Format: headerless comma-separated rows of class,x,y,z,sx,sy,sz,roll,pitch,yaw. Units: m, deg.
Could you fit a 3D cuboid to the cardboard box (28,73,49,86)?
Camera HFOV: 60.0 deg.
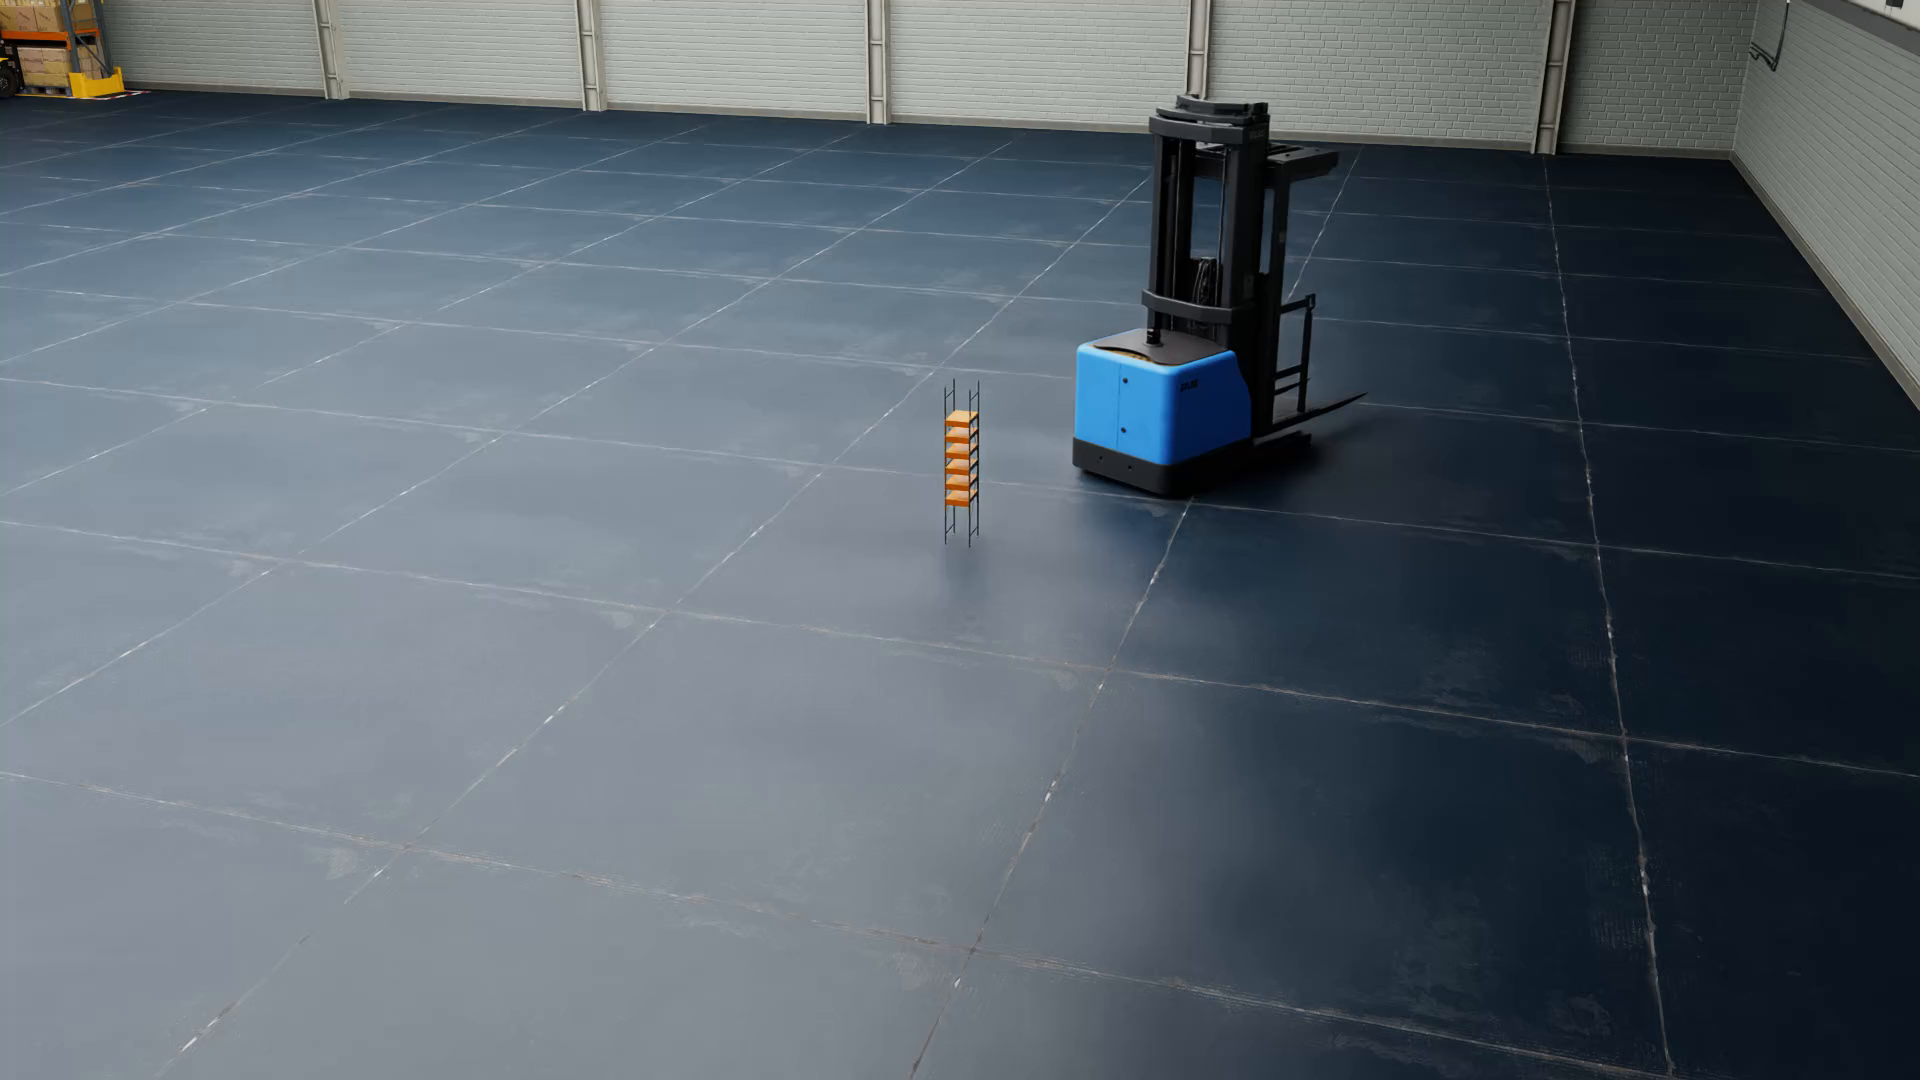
cardboard box,-19.374,-9.806,35.292,0.500,0.250,0.500,7,23,15

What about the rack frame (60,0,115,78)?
rack frame,-18.360,-10.889,34.863,0.127,3.000,1.000,7,23,16

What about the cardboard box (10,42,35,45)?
cardboard box,-20.209,-10.566,35.828,0.500,0.250,0.500,6,23,14

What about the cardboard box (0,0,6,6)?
cardboard box,-20.008,-11.303,34.887,0.250,0.149,0.380,7,23,16

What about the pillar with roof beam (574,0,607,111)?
pillar with roof beam,-8.521,-11.189,27.689,0.400,9.000,9.100,7,23,16

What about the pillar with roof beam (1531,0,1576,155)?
pillar with roof beam,8.712,-9.215,22.878,0.400,9.000,9.100,7,23,16

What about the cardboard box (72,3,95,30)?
cardboard box,-18.754,-11.090,35.222,0.500,0.500,0.500,7,23,17

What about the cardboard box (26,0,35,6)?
cardboard box,-19.257,-11.239,34.731,0.250,0.149,0.380,7,23,17

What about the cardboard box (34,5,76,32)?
cardboard box,-18.907,-10.894,34.743,0.500,0.500,0.500,6,23,14

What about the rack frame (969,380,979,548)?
rack frame,0.101,-0.544,12.014,0.006,1.200,0.240,7,23,15

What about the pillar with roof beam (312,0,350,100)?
pillar with roof beam,-14.265,-11.846,29.292,0.400,9.000,9.100,7,23,16

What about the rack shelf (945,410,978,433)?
rack shelf,0.014,-0.845,11.919,0.180,0.103,0.258,7,23,15

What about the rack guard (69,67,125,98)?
rack guard,-18.337,-9.730,35.331,0.348,0.500,1.175,7,23,16

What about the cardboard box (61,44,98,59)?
cardboard box,-18.765,-10.395,35.411,0.500,0.250,0.500,6,23,15

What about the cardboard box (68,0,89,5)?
cardboard box,-18.610,-11.367,35.041,0.250,0.149,0.380,6,23,14

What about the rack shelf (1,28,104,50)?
rack shelf,-20.274,-10.775,35.534,4.000,0.370,1.077,7,23,16

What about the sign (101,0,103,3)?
sign,-18.194,-11.527,35.174,0.005,0.325,0.100,7,23,16

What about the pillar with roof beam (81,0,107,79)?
pillar with roof beam,-20.009,-12.504,30.896,0.400,9.000,9.100,7,23,16

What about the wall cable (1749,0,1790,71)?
wall cable,12.394,-8.539,25.322,0.112,2.526,3.097,7,23,16

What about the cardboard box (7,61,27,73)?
cardboard box,-19.893,-10.090,35.326,0.500,0.250,0.500,6,23,14

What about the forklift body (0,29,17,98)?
forklift body,-20.702,-10.041,33.915,1.214,2.155,2.313,7,23,16

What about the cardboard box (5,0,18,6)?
cardboard box,-19.760,-11.283,34.837,0.250,0.149,0.380,6,23,14

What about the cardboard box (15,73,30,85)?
cardboard box,-19.851,-9.864,35.434,0.500,0.250,0.500,7,23,16

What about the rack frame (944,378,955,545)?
rack frame,-0.074,-0.564,12.063,0.006,1.200,0.240,7,23,15

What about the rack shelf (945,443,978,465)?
rack shelf,0.014,-0.623,12.010,0.180,0.103,0.258,7,23,15

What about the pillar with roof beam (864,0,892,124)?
pillar with roof beam,-2.777,-10.531,26.085,0.400,9.000,9.100,7,23,16

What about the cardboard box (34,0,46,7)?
cardboard box,-19.026,-11.189,34.607,0.250,0.149,0.380,7,23,16

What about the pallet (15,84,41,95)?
pallet,-20.268,-9.802,35.887,1.213,0.211,1.003,7,23,15

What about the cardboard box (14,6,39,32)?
cardboard box,-19.401,-10.954,34.890,0.500,0.500,0.500,7,23,17

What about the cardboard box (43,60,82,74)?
cardboard box,-18.916,-9.982,35.063,0.500,0.250,0.500,6,23,15

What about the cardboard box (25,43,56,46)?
cardboard box,-19.720,-10.507,35.685,0.500,0.250,0.500,6,23,15

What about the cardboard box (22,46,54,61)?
cardboard box,-19.381,-10.264,35.093,0.500,0.250,0.500,7,23,16

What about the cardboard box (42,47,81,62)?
cardboard box,-18.891,-10.211,34.962,0.500,0.250,0.500,7,23,17

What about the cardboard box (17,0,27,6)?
cardboard box,-19.491,-11.271,34.807,0.250,0.149,0.380,6,23,15

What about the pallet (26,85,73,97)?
pallet,-19.104,-9.667,35.559,1.213,0.211,1.003,7,23,16

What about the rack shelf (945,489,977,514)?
rack shelf,0.014,-0.290,12.146,0.180,0.103,0.258,7,23,15

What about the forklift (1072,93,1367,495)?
forklift,2.329,-2.169,13.695,3.031,2.935,1.130,-20,30,-40

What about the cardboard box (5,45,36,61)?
cardboard box,-19.867,-10.316,35.219,0.500,0.250,0.500,7,23,16

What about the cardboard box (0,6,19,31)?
cardboard box,-19.891,-11.010,35.026,0.500,0.500,0.500,6,23,14

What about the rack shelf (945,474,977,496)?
rack shelf,0.014,-0.401,12.101,0.180,0.103,0.258,7,23,15

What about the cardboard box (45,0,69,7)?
cardboard box,-18.773,-11.171,34.565,0.250,0.149,0.380,7,23,16

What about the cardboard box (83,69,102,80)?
cardboard box,-18.773,-9.936,35.610,0.500,0.250,0.500,7,23,16

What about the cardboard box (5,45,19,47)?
cardboard box,-20.350,-10.374,35.362,0.500,0.250,0.500,6,23,14

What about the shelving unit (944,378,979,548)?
shelving unit,0.014,-0.554,12.038,0.189,1.200,0.258,7,23,15

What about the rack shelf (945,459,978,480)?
rack shelf,0.014,-0.512,12.055,0.180,0.103,0.258,7,23,15

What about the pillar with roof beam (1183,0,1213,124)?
pillar with roof beam,2.967,-9.873,24.482,0.400,9.000,9.100,7,23,16

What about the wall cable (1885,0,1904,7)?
wall cable,9.636,-8.102,15.683,0.169,6.003,2.305,7,23,16

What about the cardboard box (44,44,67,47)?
cardboard box,-19.245,-10.448,35.542,0.500,0.250,0.500,7,23,16

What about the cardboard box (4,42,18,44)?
cardboard box,-20.692,-10.618,35.955,0.500,0.250,0.500,7,23,16

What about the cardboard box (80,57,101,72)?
cardboard box,-18.750,-10.169,35.520,0.500,0.250,0.500,7,23,16

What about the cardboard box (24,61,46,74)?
cardboard box,-19.393,-10.041,35.207,0.500,0.250,0.500,6,23,15

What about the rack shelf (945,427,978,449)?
rack shelf,0.014,-0.734,11.964,0.180,0.103,0.258,7,23,15

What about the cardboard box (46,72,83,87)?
cardboard box,-18.901,-9.748,35.151,0.500,0.250,0.500,7,23,16
